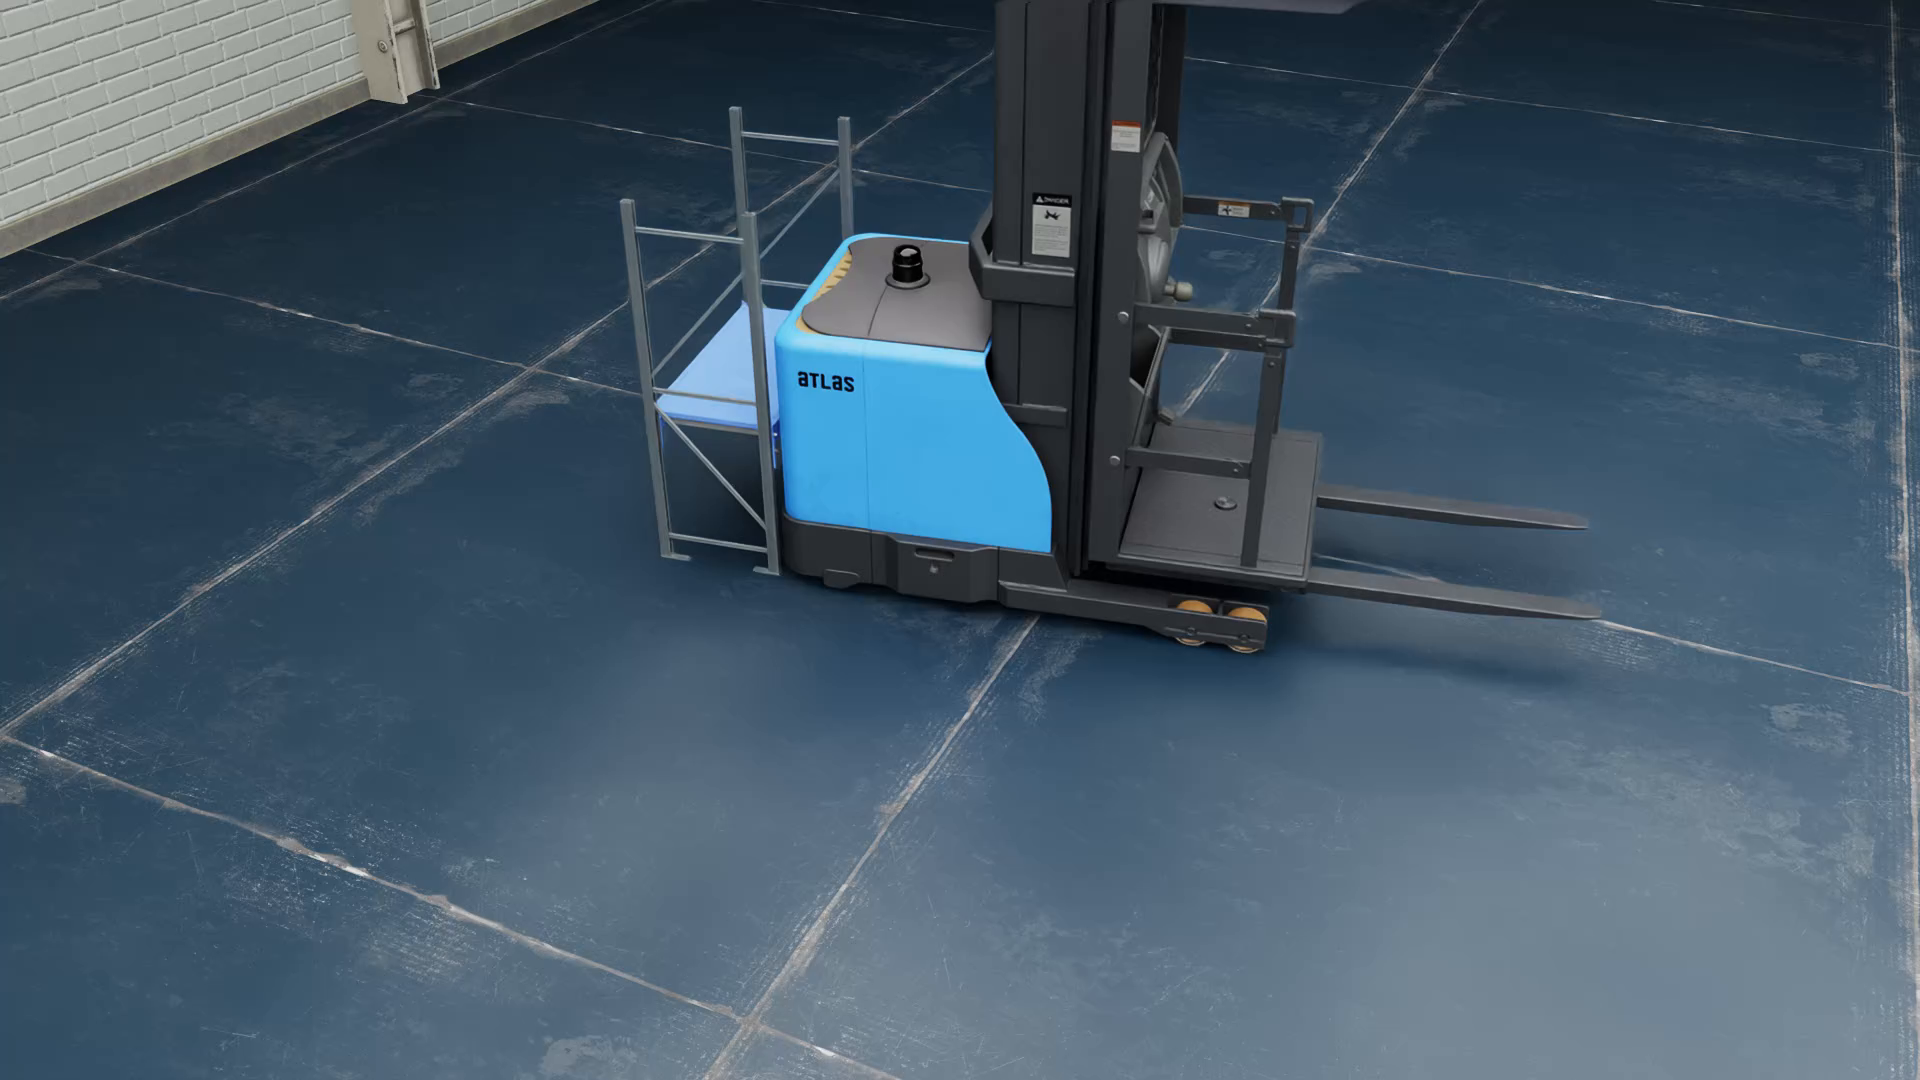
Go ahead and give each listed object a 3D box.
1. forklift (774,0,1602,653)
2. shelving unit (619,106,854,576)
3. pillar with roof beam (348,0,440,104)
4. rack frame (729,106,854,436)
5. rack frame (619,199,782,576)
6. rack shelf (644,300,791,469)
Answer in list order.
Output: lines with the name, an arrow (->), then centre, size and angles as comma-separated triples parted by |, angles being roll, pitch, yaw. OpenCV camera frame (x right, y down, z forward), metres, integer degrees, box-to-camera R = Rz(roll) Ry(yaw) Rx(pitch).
forklift -> 0.890, -1.132, 5.804 | 3.031, 2.935, 1.130 | 7, 34, 11
shelving unit -> -0.813, -0.798, 6.599 | 0.538, 1.500, 1.048 | 9, 34, 13
pillar with roof beam -> 0.085, -5.856, 7.474 | 9.100, 9.000, 0.400 | 14, 36, 20
rack frame -> -0.679, -1.067, 7.009 | 0.500, 1.500, 0.032 | 9, 34, 13
rack frame -> -0.948, -0.529, 6.189 | 0.500, 1.500, 0.032 | 9, 34, 13
rack shelf -> -0.813, -0.647, 6.697 | 0.538, 0.185, 1.000 | 9, 34, 13
